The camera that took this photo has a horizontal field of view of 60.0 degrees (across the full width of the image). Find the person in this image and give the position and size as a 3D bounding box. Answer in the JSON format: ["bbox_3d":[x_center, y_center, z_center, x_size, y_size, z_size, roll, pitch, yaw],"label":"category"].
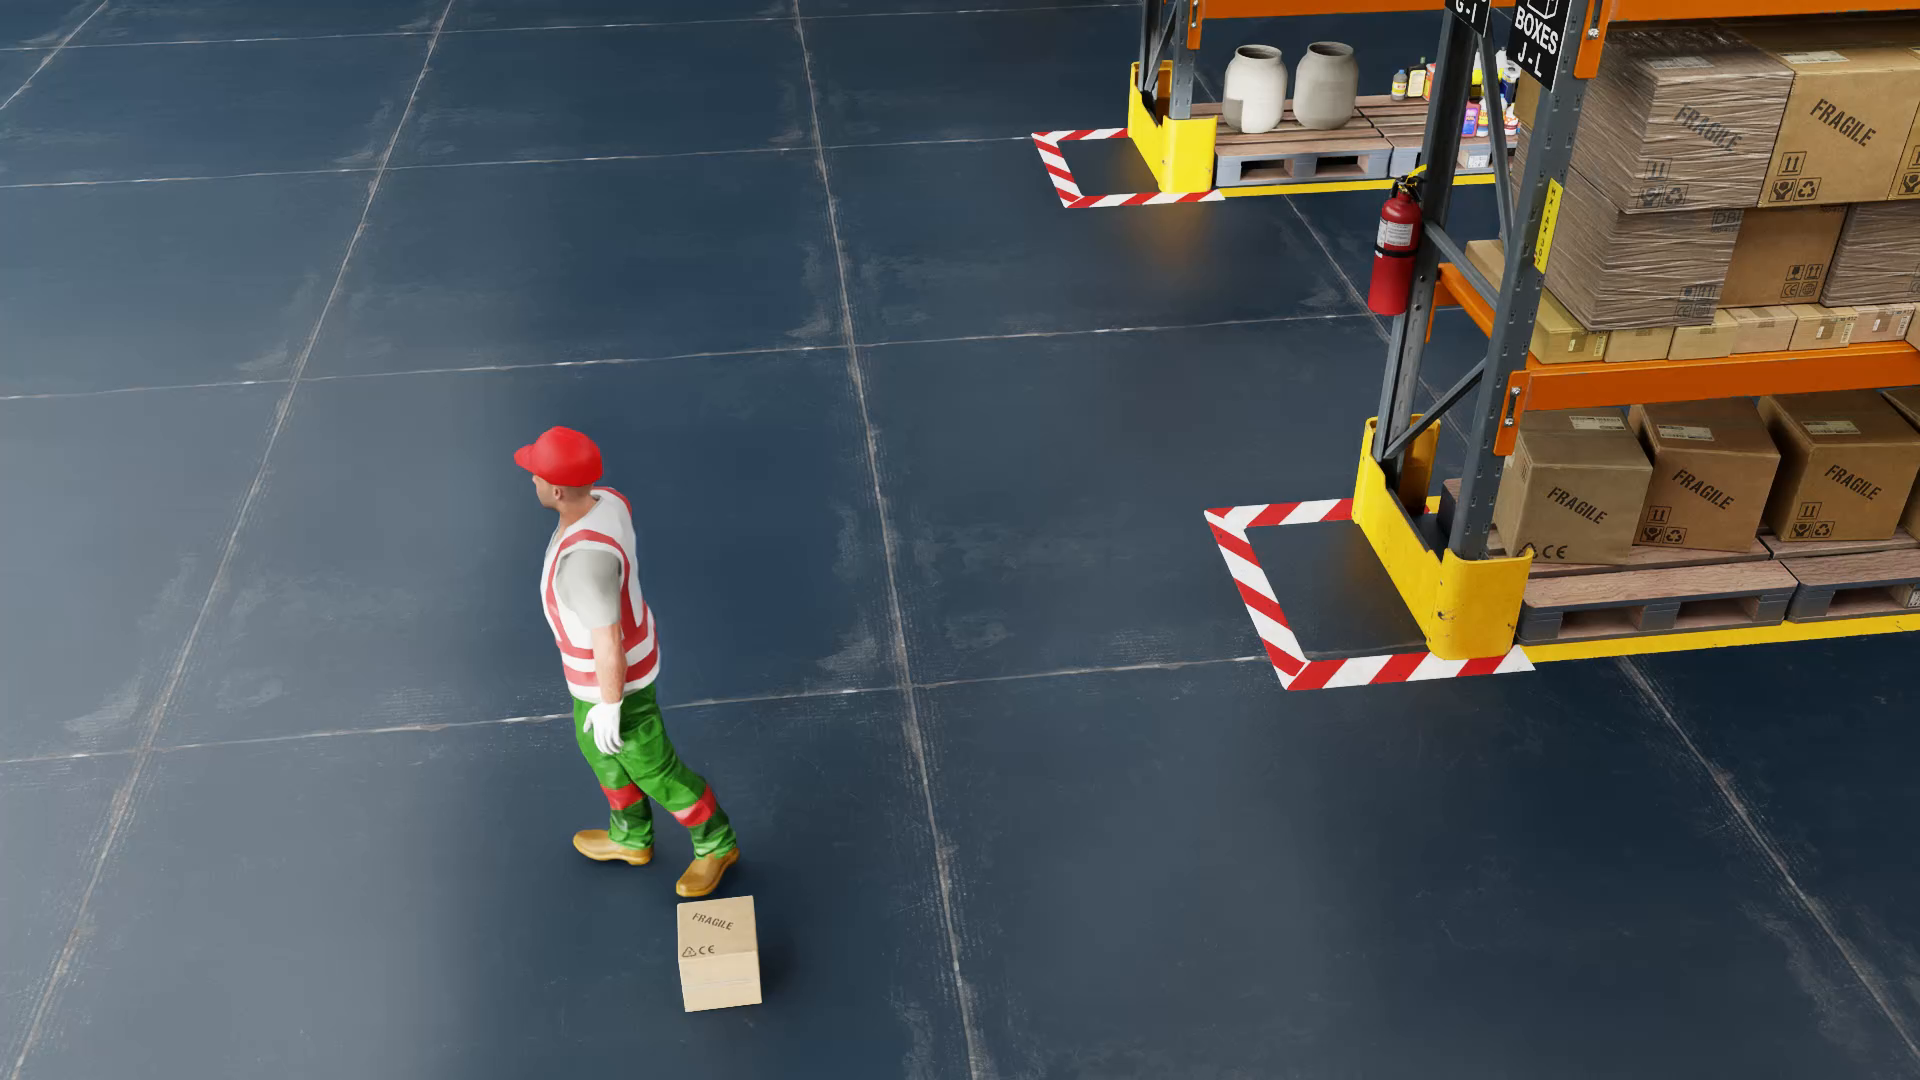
[{"bbox_3d":[-1.096,0.421,5.518,0.593,1.778,0.589,-5,35,-8],"label":"person"}]
